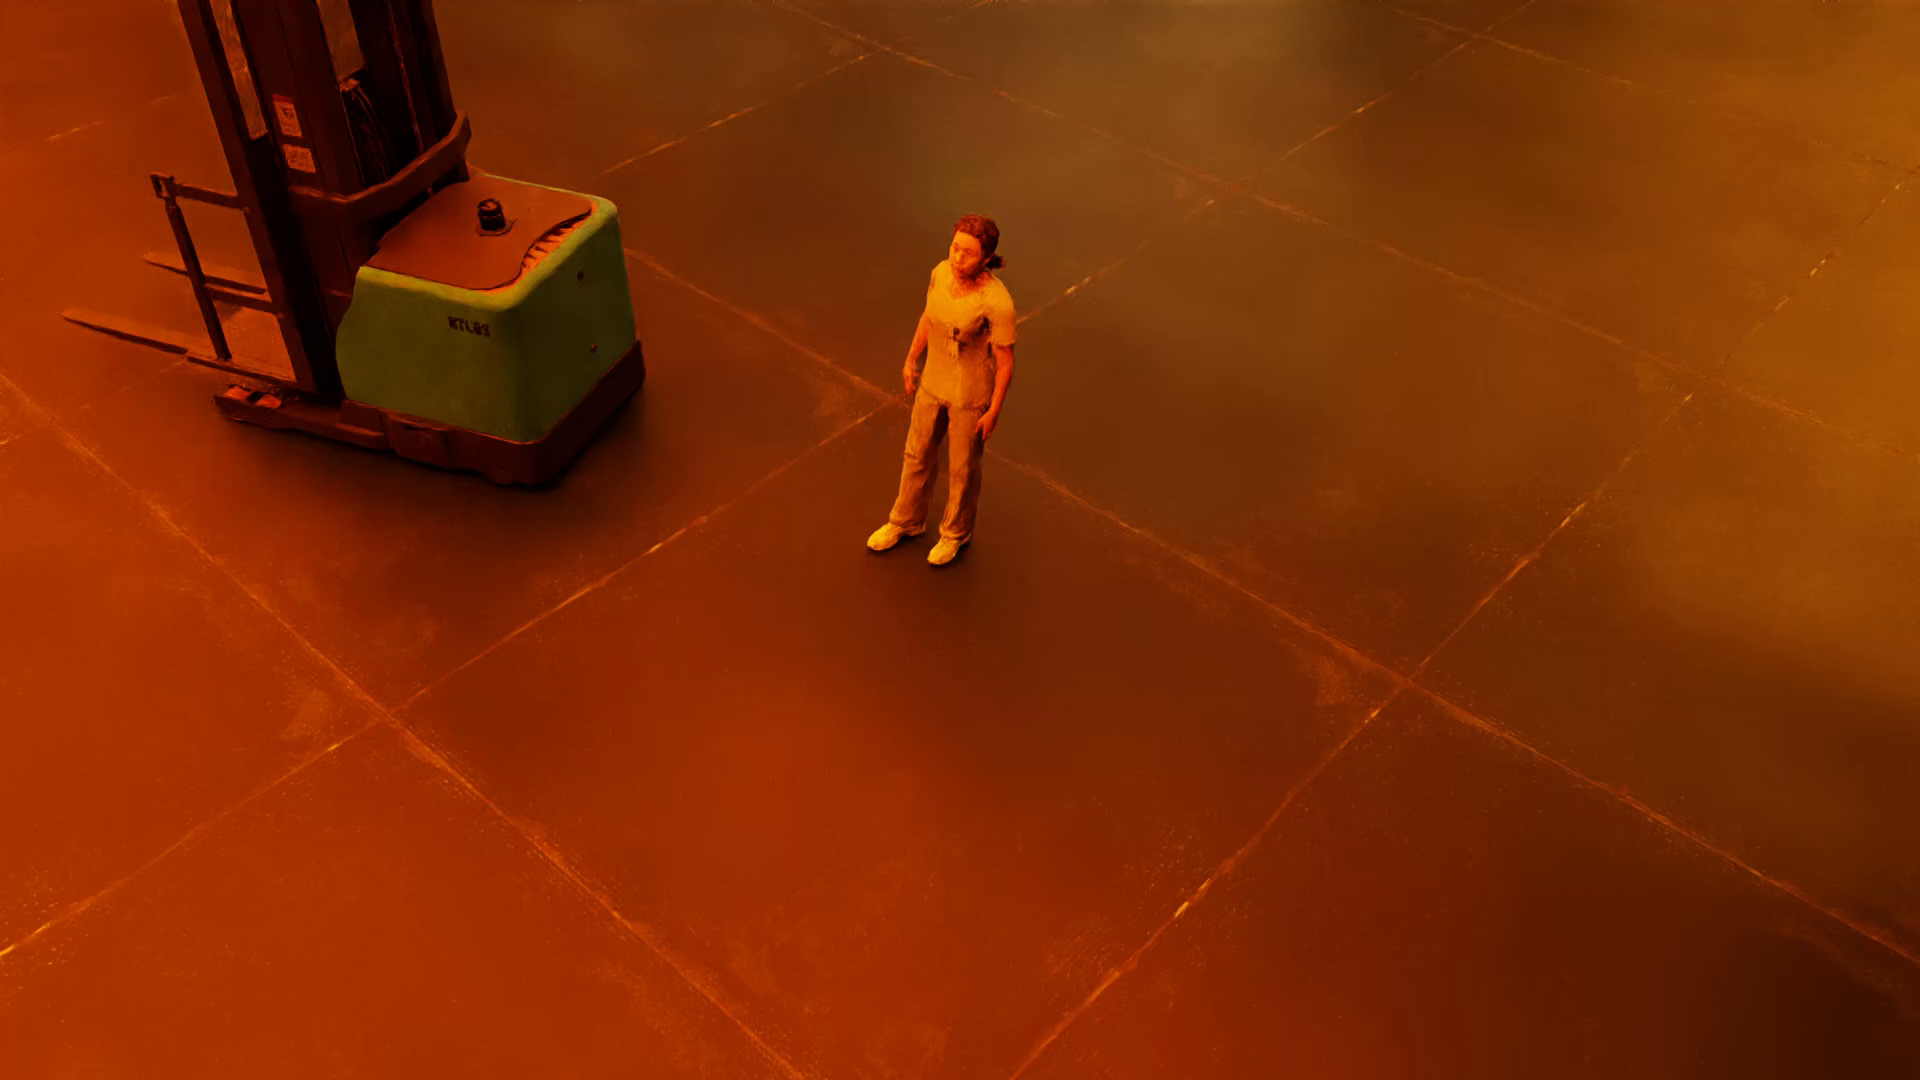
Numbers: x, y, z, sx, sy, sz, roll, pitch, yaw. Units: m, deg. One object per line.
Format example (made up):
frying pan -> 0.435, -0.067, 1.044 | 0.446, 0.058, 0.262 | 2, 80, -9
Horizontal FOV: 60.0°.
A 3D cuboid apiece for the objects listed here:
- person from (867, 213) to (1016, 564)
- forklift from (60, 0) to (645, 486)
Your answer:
person -> -0.060, -0.612, 7.094 | 0.550, 1.674, 0.548 | 31, 49, 31
forklift -> -3.189, -1.975, 7.730 | 3.031, 2.935, 1.130 | 14, 43, 16
